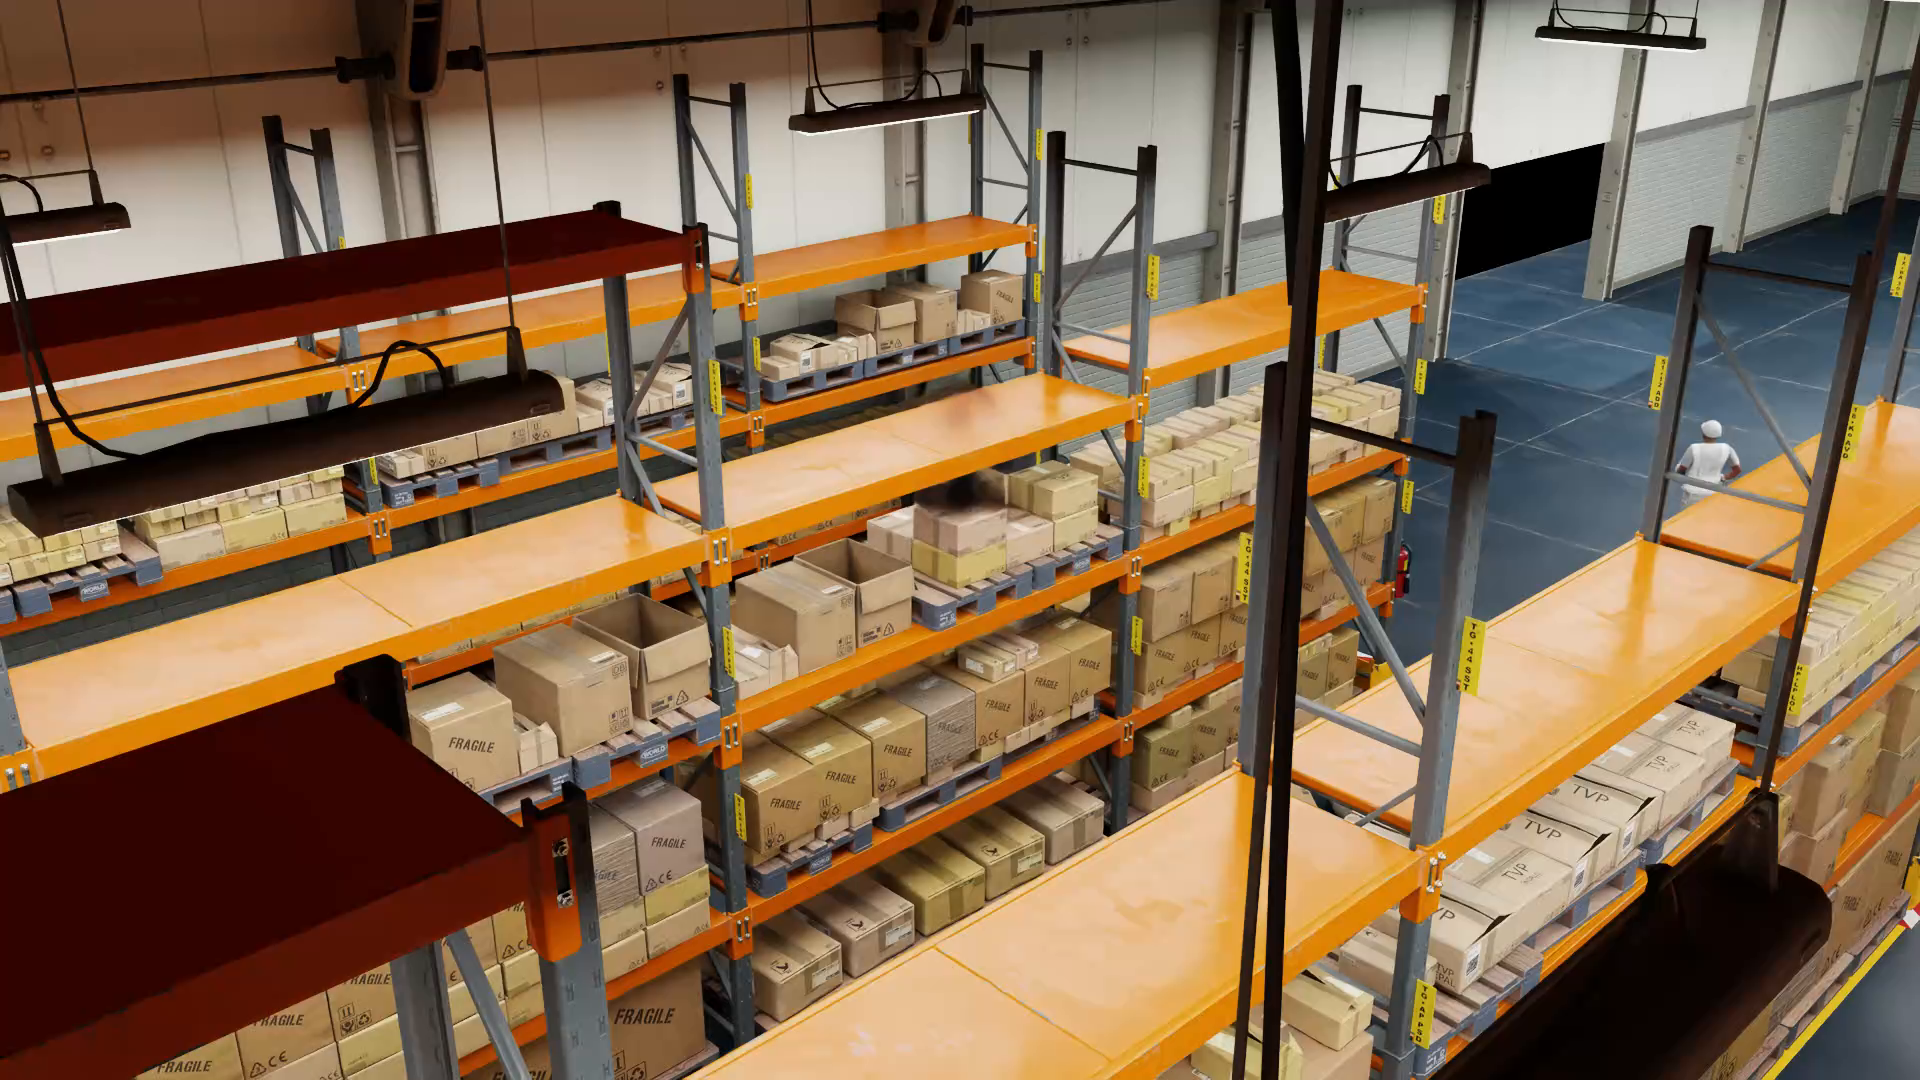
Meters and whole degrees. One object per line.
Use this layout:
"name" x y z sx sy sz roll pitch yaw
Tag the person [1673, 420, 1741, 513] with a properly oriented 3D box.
"person" 8.919 -0.585 19.991 0.681 1.776 0.879 0 22 1
